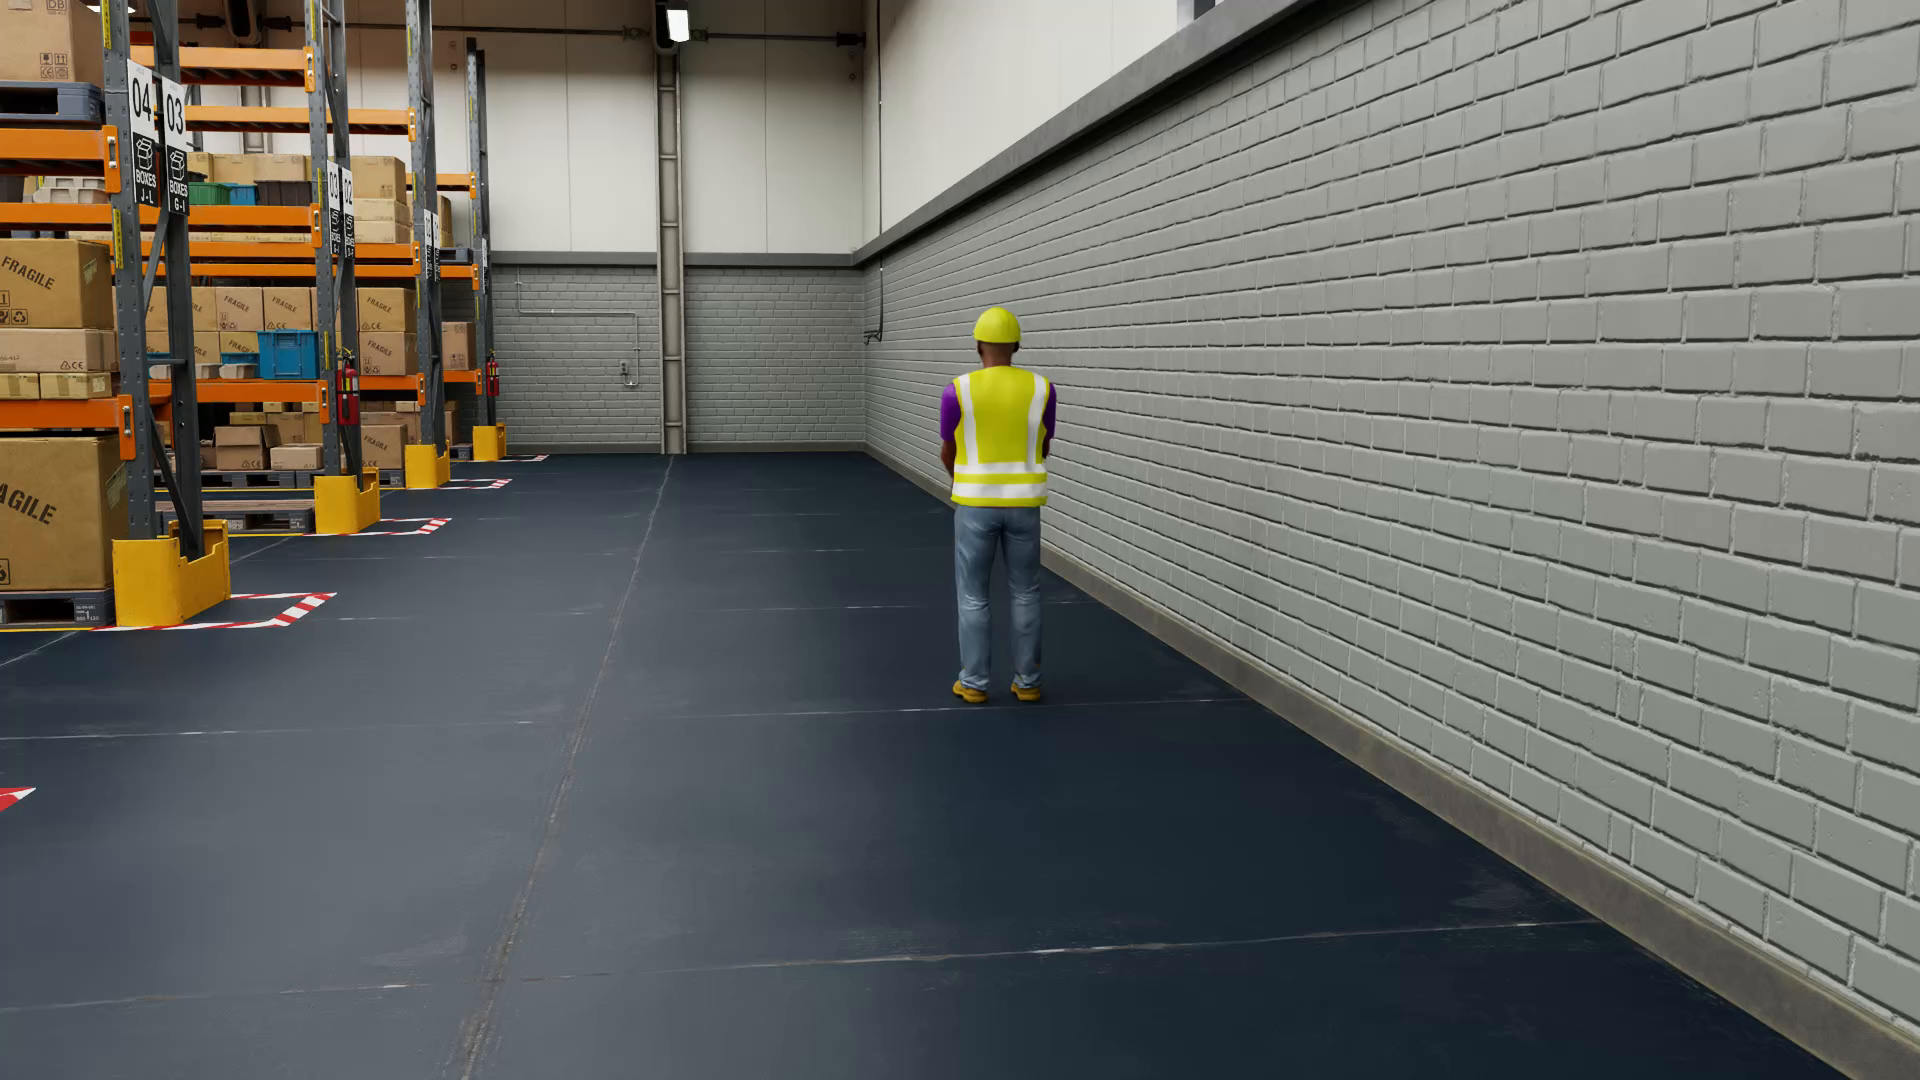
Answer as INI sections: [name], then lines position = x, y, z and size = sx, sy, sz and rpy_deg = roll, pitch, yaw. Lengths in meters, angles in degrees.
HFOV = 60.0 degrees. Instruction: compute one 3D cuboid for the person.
[person]
position = 0.154, -0.165, 7.569
size = 0.521, 1.767, 0.573
rpy_deg = -1, 7, -9
